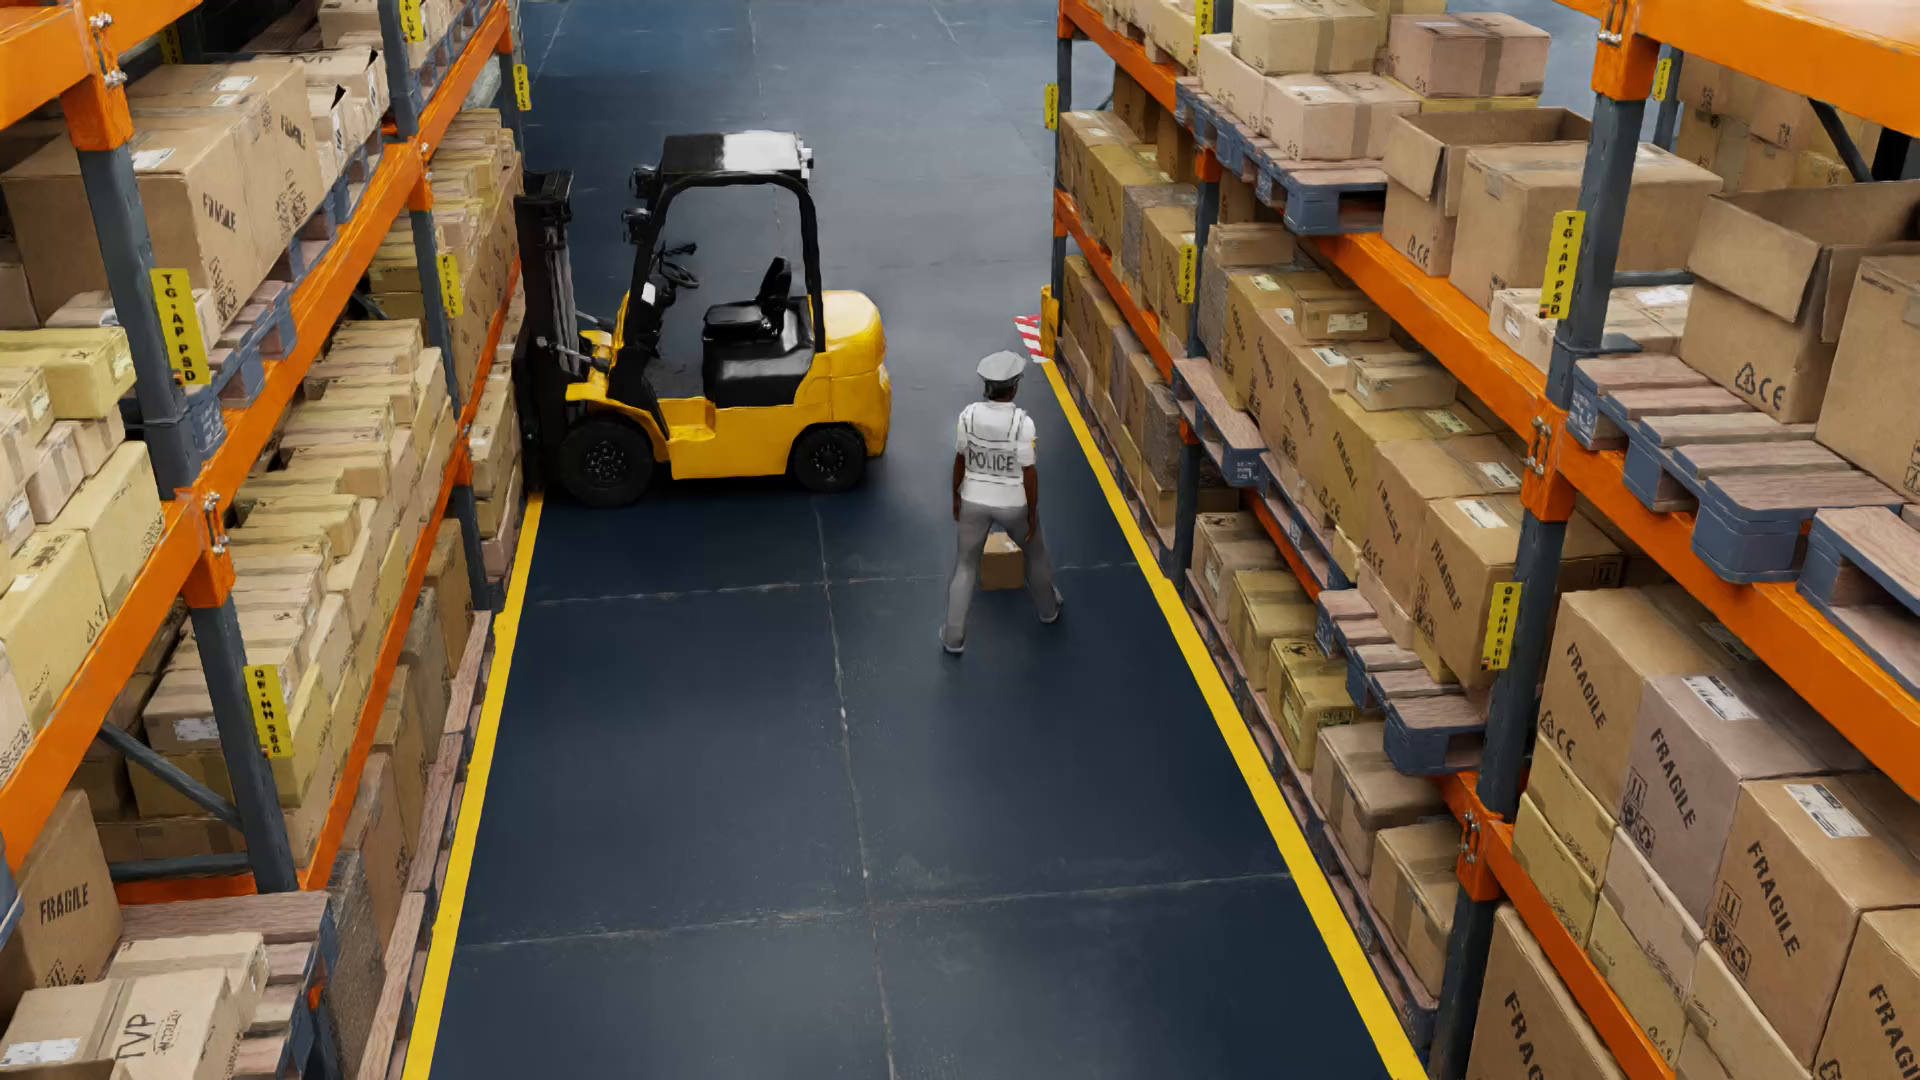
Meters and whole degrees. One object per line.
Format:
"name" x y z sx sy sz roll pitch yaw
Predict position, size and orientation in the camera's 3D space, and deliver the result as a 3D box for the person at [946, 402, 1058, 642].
"person" 0.237 -0.126 9.020 0.534 1.330 0.595 7 28 14
